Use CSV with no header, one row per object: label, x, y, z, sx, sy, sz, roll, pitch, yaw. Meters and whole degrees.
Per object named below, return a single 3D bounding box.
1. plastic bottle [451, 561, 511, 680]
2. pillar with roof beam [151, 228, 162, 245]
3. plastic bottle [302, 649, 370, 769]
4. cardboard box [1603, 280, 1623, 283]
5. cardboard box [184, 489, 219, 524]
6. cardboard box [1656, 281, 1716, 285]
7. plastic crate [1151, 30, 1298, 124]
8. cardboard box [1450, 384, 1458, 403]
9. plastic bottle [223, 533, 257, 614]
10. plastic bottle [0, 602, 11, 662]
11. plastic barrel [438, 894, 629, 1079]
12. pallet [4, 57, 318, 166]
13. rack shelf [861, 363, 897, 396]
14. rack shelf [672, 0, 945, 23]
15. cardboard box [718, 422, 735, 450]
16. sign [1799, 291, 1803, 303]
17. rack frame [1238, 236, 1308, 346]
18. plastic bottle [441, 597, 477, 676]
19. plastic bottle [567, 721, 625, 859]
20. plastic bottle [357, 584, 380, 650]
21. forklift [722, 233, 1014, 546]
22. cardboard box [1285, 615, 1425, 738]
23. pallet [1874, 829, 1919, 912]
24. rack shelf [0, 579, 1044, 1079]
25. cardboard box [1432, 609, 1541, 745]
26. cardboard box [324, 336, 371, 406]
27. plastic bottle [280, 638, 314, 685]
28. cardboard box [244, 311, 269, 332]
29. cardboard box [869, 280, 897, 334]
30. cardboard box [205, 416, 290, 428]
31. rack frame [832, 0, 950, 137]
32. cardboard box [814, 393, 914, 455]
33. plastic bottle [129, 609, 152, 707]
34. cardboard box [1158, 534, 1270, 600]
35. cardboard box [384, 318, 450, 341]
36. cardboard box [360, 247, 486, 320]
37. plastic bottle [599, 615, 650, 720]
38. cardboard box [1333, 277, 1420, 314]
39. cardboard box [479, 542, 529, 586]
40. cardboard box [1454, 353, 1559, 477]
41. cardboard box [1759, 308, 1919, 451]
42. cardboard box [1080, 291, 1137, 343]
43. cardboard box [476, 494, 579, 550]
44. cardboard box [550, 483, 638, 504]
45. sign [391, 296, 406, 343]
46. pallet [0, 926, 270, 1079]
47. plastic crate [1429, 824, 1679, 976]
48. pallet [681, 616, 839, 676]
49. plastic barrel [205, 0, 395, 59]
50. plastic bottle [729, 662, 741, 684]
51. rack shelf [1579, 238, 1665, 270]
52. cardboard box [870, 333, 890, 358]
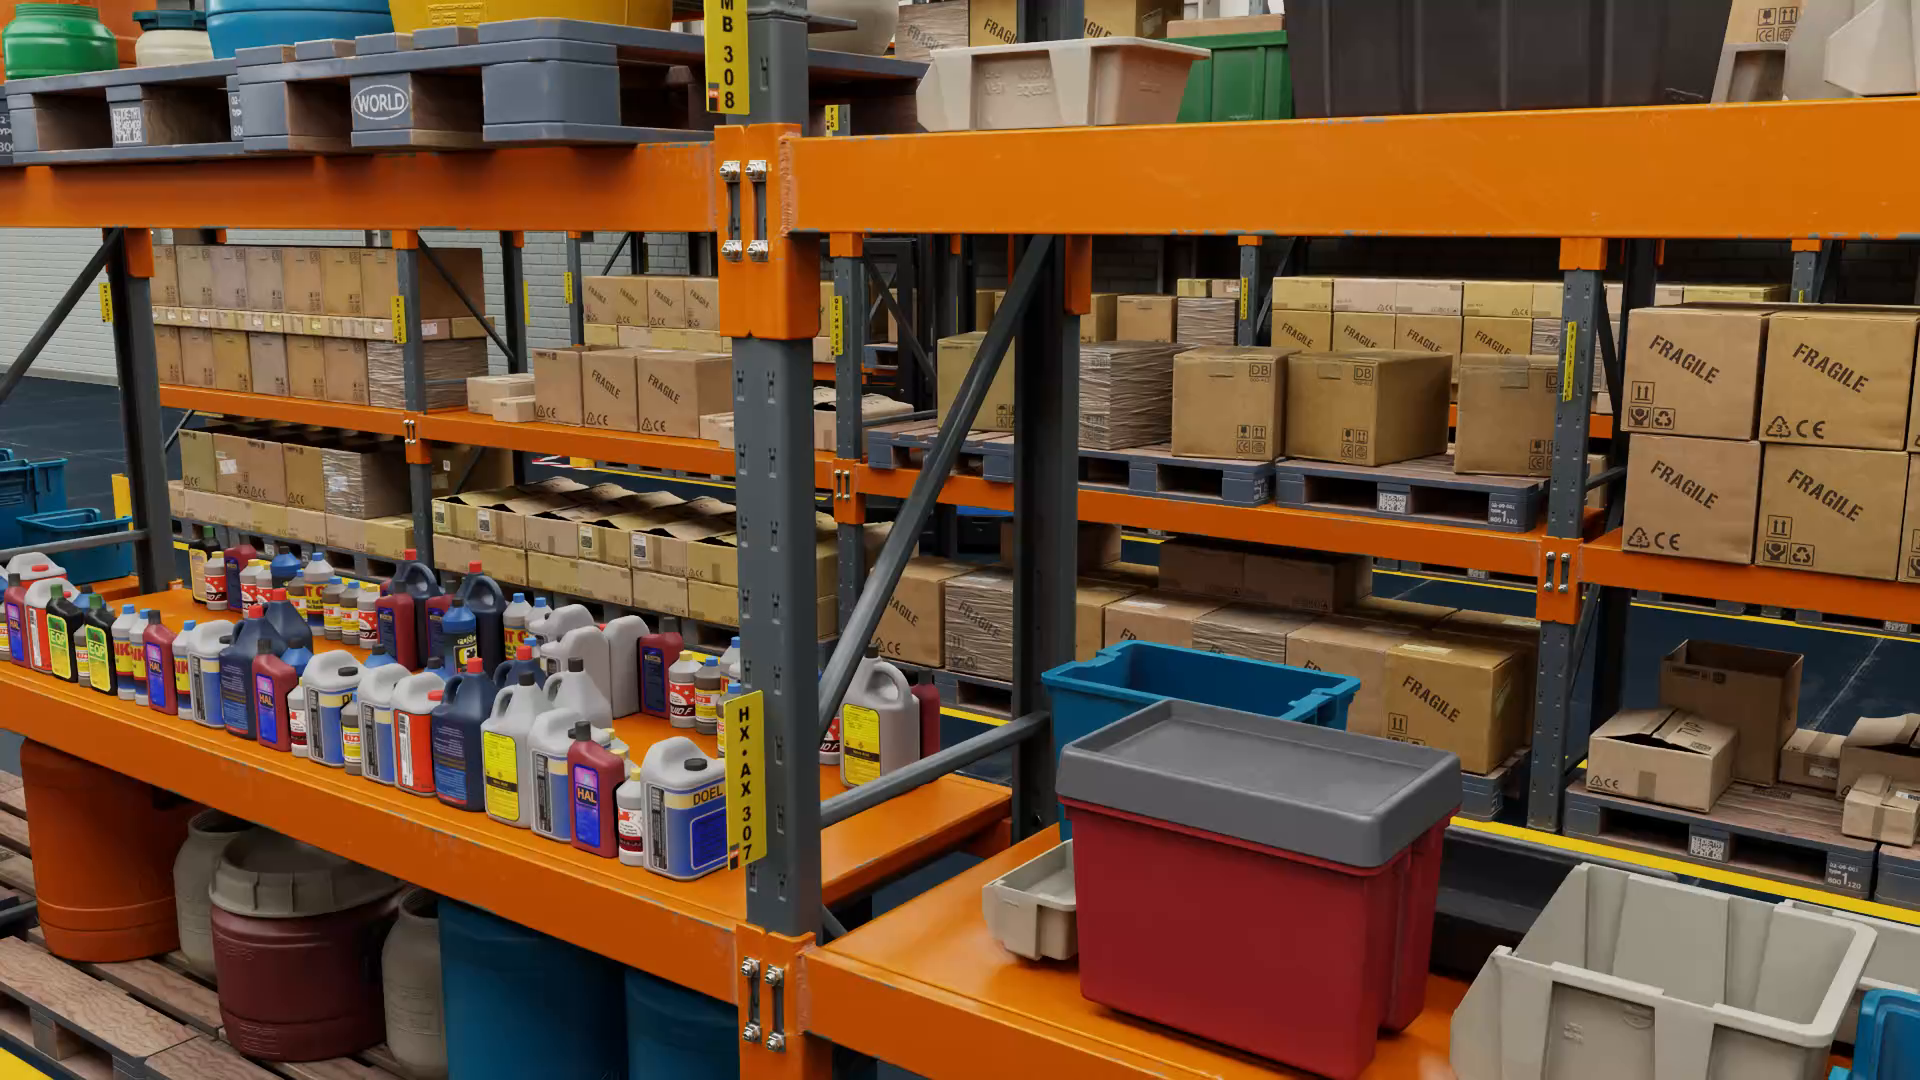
plastic bottle,-1.436,0.242,5.009,0.185,0.351,0.144,8,13,36
pillar with roof beam,-15.023,-6.056,21.640,0.400,9.000,9.100,8,13,36
plastic bottle,-1.577,0.426,4.256,0.135,0.276,0.152,8,13,36
cardboard box,4.743,-1.796,12.341,0.500,0.250,0.500,7,13,34
cardboard box,-6.103,-0.314,13.889,0.500,0.250,0.500,8,13,36
cardboard box,5.150,-1.740,12.053,0.500,0.250,0.500,8,14,36
plastic crate,0.449,-0.868,3.280,0.662,0.188,0.450,8,13,36
cardboard box,3.750,-1.141,12.638,0.250,0.149,0.380,8,14,36
plastic bottle,-2.531,0.113,5.856,0.133,0.283,0.061,8,13,36
plastic bottle,-2.982,0.273,5.243,0.097,0.201,0.097,0,11,0
plastic barrel,-1.071,1.180,4.453,0.708,0.901,0.600,8,13,36
pallet,-1.677,-1.081,4.320,1.213,0.211,1.003,8,13,36
rack shelf,0.957,-1.339,14.947,4.000,0.370,1.077,8,13,36
rack shelf,-1.973,-3.329,10.493,4.000,0.370,1.077,8,13,36
cardboard box,-1.249,-0.644,10.122,0.250,0.149,0.380,8,13,36
sign,5.479,-1.463,10.854,0.005,0.325,0.100,8,13,36
rack frame,2.569,-1.467,13.716,0.127,3.000,1.000,8,13,36
plastic bottle,-1.472,0.305,4.896,0.097,0.271,0.097,0,11,0
plastic bottle,-0.794,0.543,3.635,0.133,0.283,0.061,8,13,36
plastic bottle,-1.900,0.245,5.386,0.097,0.201,0.097,0,11,0
forklift,-0.621,-1.456,13.839,3.031,2.935,1.130,2,11,8
cardboard box,1.903,0.684,8.019,0.500,0.500,0.500,8,14,36
pallet,4.404,1.325,6.626,1.213,0.211,1.003,8,13,36
rack shelf,-1.684,0.628,4.783,4.000,0.370,1.077,8,13,36
cardboard box,2.618,0.661,8.139,0.500,0.500,0.500,7,13,33
cardboard box,-4.375,-1.314,12.664,0.500,0.500,0.700,8,13,35
plastic bottle,-1.758,0.395,4.427,0.097,0.271,0.097,0,11,0
cardboard box,-5.381,-1.725,13.080,0.250,0.149,0.380,8,14,36
cardboard box,-0.911,-2.306,16.421,0.500,0.500,0.500,8,13,34
cardboard box,-6.200,-0.817,14.517,0.500,0.500,0.500,8,13,36
rack frame,-0.361,-3.654,9.224,0.127,3.000,1.000,8,13,36
cardboard box,-0.628,-0.712,10.049,0.500,0.311,0.500,9,14,39
plastic bottle,-2.316,0.332,4.756,0.097,0.271,0.097,0,11,0
cardboard box,1.407,0.124,8.940,0.500,0.250,0.500,8,13,34
cardboard box,-3.931,-1.523,12.036,0.250,0.149,0.380,8,13,35
cardboard box,-3.946,-1.893,12.239,0.500,0.500,0.700,8,14,36
plastic bottle,-0.965,0.346,4.672,0.135,0.276,0.152,8,13,36
cardboard box,3.216,-1.890,12.826,0.500,0.250,0.500,8,13,35
cardboard box,-2.995,0.127,11.611,0.500,0.250,0.500,8,14,37
cardboard box,2.614,-0.601,7.873,0.500,0.500,0.700,3,11,16
cardboard box,3.493,-0.645,6.569,0.500,0.500,0.500,7,13,34
cardboard box,1.166,-1.920,14.637,0.500,0.500,0.700,8,13,36
cardboard box,-2.999,-0.148,11.554,0.500,0.311,0.500,8,13,35
cardboard box,-2.665,-0.230,11.981,0.500,0.311,0.500,8,14,37
sign,-3.912,-1.537,11.589,0.005,0.325,0.100,8,13,36
pallet,-2.635,1.501,5.716,1.213,0.211,1.003,8,13,36
plastic crate,0.990,0.690,3.135,0.590,0.125,0.437,8,13,36
pallet,-1.001,0.562,10.568,1.213,0.211,1.003,8,13,36
plastic barrel,-1.538,-1.594,4.051,0.708,0.901,0.600,8,13,36
plastic bottle,-0.514,0.409,4.347,0.135,0.276,0.152,8,13,36
rack shelf,4.475,-1.153,6.091,4.000,0.370,1.077,8,13,36
cardboard box,-0.907,-1.939,16.496,0.500,0.250,0.500,8,14,36
